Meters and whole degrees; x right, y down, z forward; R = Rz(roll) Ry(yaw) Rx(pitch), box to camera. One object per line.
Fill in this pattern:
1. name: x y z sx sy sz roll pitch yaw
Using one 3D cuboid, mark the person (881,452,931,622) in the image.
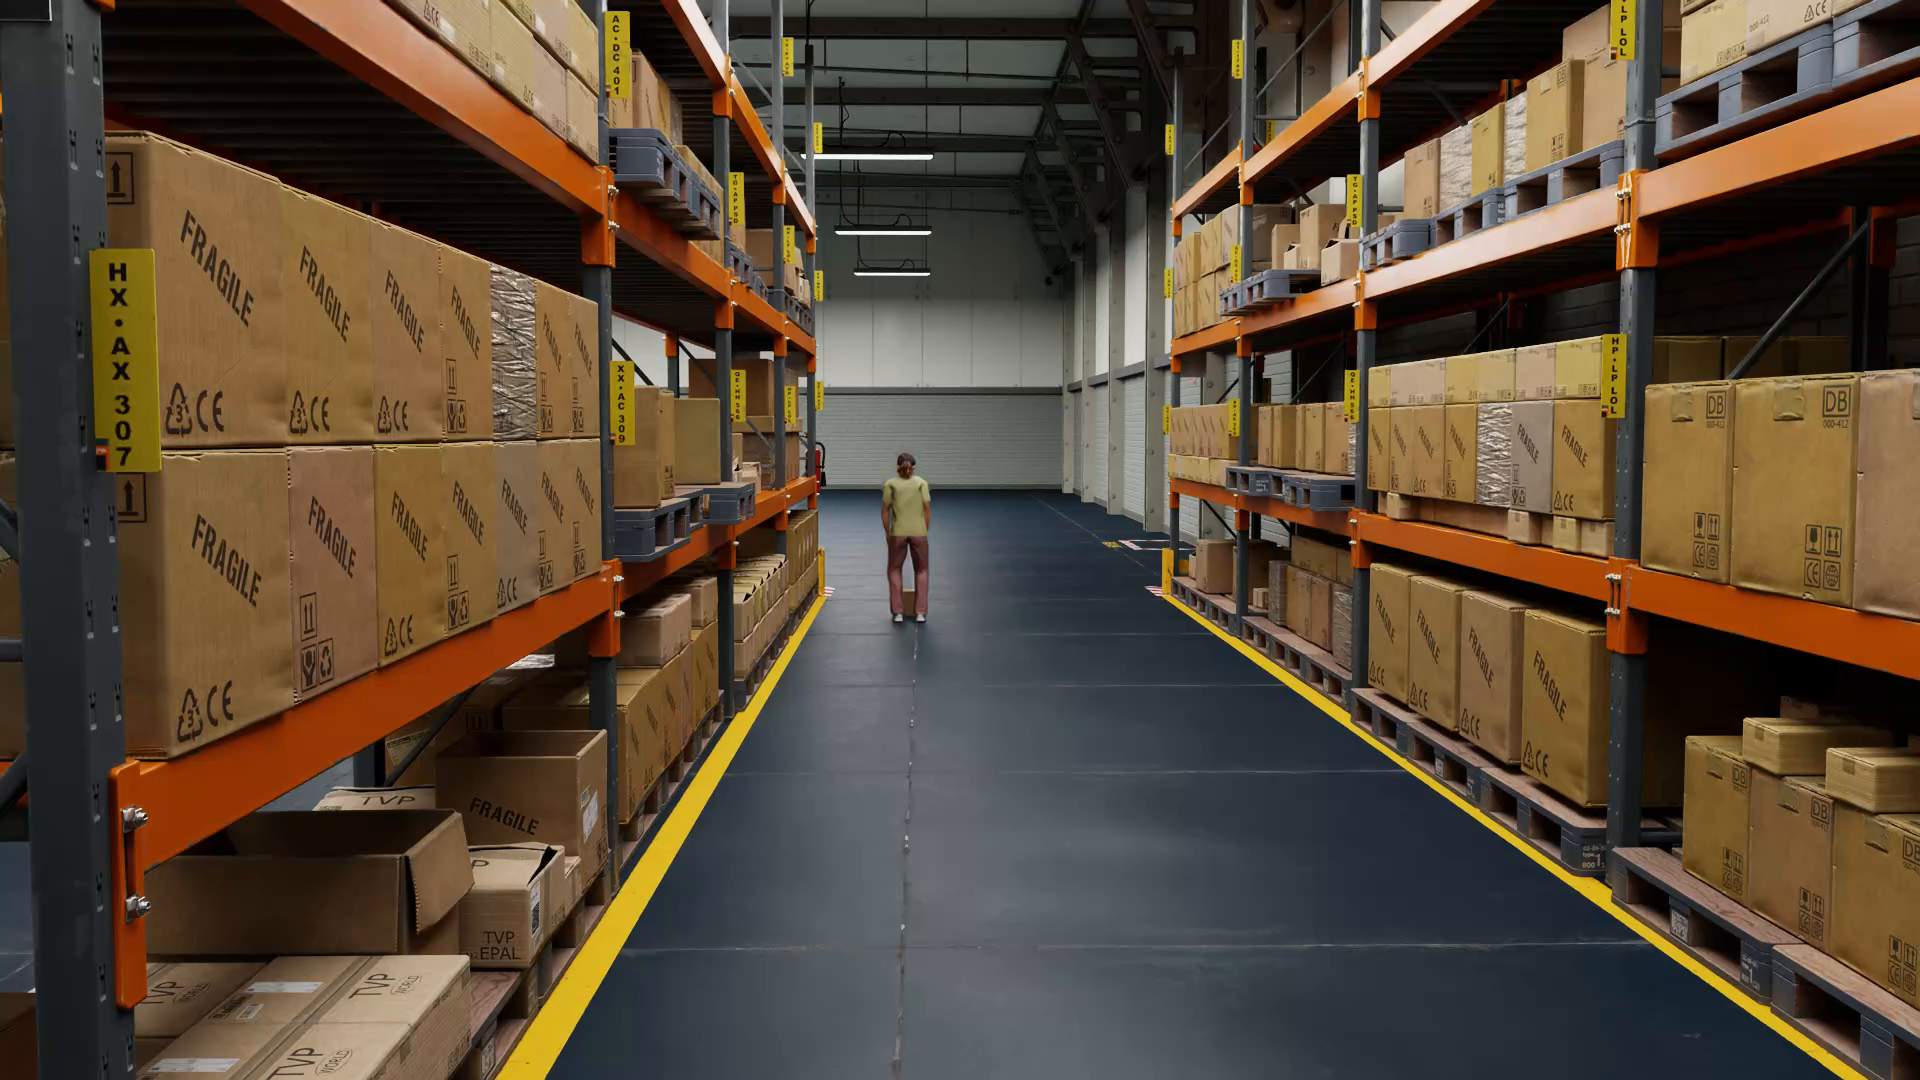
1. person: -0.515 -0.026 15.872 0.474 1.616 0.406 0 4 -1
